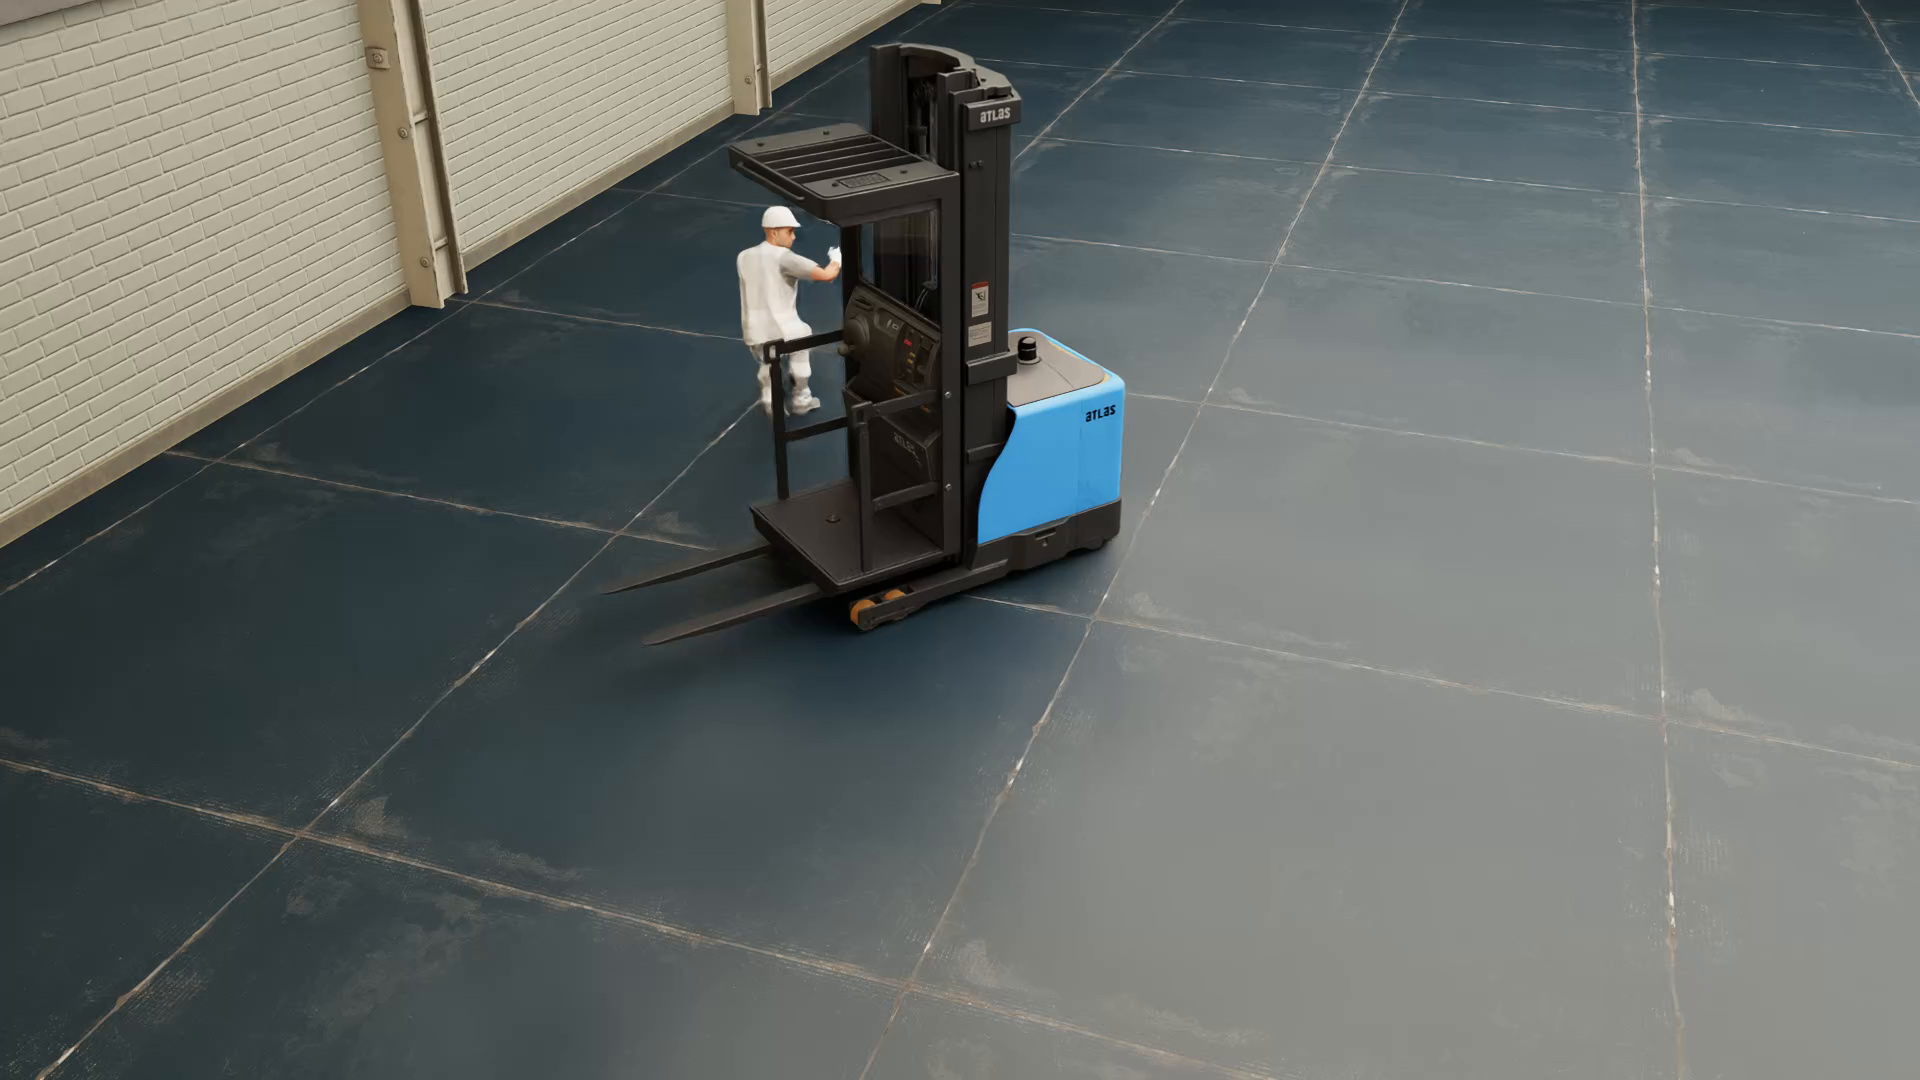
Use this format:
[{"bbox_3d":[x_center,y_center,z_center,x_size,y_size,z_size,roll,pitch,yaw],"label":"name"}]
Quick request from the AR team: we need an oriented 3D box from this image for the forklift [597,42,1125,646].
[{"bbox_3d":[-0.552,-1.072,9.017,3.031,2.935,1.130,-18,34,-28],"label":"forklift"}]

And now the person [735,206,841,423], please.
[{"bbox_3d":[-1.129,-1.575,11.363,0.788,1.483,1.021,5,30,9],"label":"person"}]
